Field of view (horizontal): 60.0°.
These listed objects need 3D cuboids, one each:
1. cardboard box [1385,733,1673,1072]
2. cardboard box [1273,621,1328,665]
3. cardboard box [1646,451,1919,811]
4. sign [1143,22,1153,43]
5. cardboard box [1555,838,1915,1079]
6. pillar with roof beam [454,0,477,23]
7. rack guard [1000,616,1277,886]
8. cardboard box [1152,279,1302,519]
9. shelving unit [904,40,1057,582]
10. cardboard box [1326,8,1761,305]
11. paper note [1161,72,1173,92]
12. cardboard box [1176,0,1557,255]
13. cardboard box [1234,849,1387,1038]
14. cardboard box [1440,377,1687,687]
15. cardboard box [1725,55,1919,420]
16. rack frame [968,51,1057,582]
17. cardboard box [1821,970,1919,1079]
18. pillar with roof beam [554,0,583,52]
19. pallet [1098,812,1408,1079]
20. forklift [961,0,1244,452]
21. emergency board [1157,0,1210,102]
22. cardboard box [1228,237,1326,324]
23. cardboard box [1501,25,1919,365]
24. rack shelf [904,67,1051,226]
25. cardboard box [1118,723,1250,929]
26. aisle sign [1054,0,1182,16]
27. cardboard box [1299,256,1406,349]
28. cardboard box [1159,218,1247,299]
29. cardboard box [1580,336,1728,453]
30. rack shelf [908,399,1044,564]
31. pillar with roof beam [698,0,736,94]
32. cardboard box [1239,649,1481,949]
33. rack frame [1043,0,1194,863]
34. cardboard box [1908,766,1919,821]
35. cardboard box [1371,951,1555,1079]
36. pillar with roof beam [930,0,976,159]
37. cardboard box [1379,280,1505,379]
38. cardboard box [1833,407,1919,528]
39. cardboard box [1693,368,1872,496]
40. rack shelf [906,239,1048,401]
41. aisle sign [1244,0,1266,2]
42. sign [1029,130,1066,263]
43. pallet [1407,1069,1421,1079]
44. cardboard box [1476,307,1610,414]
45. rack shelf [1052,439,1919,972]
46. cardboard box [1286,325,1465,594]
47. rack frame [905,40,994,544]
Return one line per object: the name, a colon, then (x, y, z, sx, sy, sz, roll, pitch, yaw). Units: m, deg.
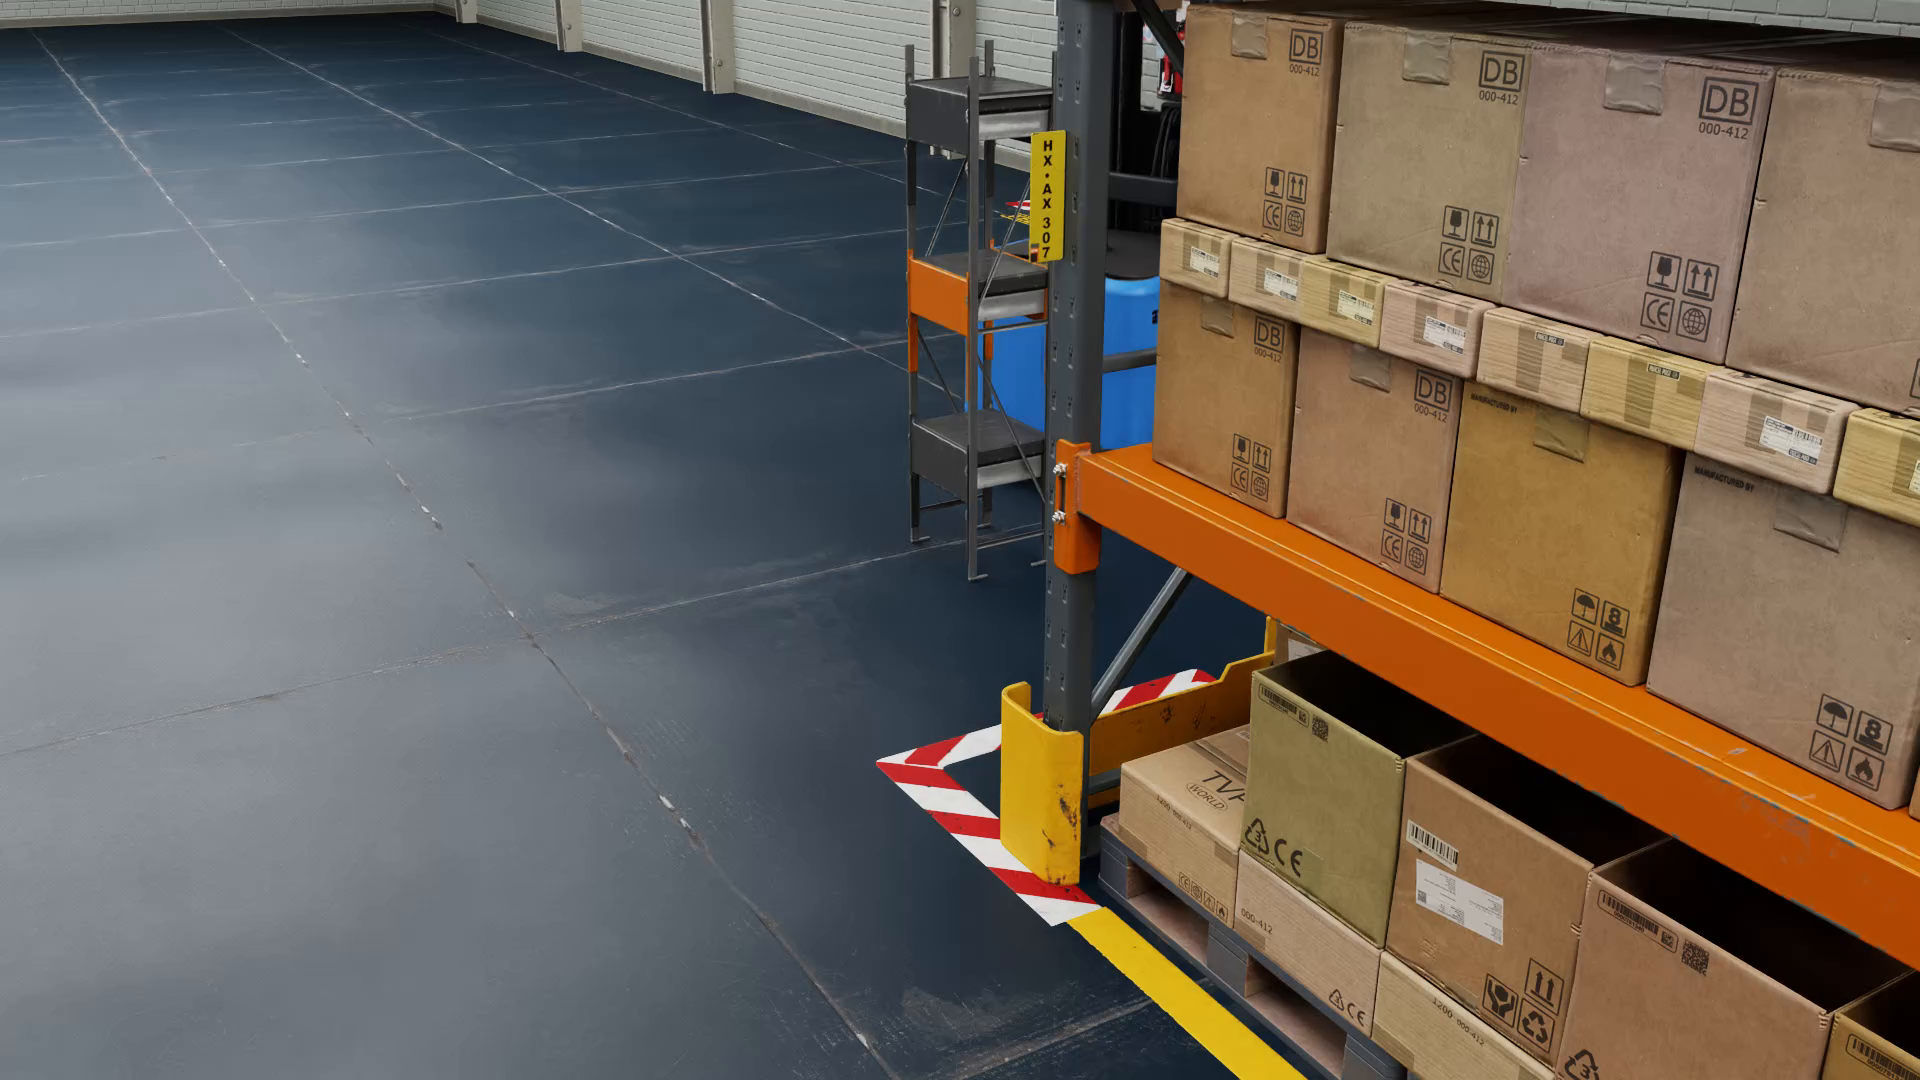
cardboard box: (1.307, 0.735, 3.616, 0.500, 0.500, 0.500, -13, 25, -28)
cardboard box: (1.231, 0.315, 4.652, 0.500, 0.500, 0.500, -13, 25, -28)
cardboard box: (1.721, 0.074, 3.012, 0.700, 0.500, 0.500, -12, 25, -27)
sign: (1.571, -4.392, 14.087, 0.001, 0.329, 0.234, -13, 25, -28)
cardboard box: (1.547, 0.901, 3.210, 0.500, 0.500, 0.500, -13, 25, -28)
pillar with roof beam: (-12.967, -13.090, 27.565, 9.100, 9.000, 0.400, -13, 25, -28)
rack guard: (0.689, 0.617, 5.131, 1.175, 0.500, 0.348, -13, 25, -28)
cardboard box: (0.928, -0.426, 4.244, 0.700, 0.500, 0.500, -13, 25, -28)
shelving unit: (0.085, -0.919, 6.784, 0.431, 2.100, 0.503, -13, 25, -28)
cardboard box: (1.229, -0.841, 3.541, 0.700, 0.500, 0.500, -13, 26, -30)
paper note: (1.733, -3.840, 13.944, 0.016, 0.148, 0.142, -13, 25, -28)
cardboard box: (0.955, -1.010, 3.958, 0.700, 0.500, 0.500, -13, 25, -28)
cardboard box: (1.042, 0.923, 4.151, 0.500, 0.250, 0.500, -13, 25, -28)
cardboard box: (1.449, -0.095, 3.430, 0.700, 0.500, 0.500, -12, 25, -28)
cardboard box: (1.743, -0.516, 2.741, 0.700, 0.500, 0.500, -13, 25, -28)
rack frame: (0.209, -0.840, 6.590, 0.400, 2.100, 0.015, -13, 25, -28)
cardboard box: (1.815, 1.060, 2.819, 0.500, 0.500, 0.500, -13, 25, -28)
pillar with roof beam: (-9.902, -11.148, 22.787, 9.100, 9.000, 0.400, -13, 25, -28)
pallet: (1.127, 0.998, 4.577, 1.003, 0.211, 1.213, -13, 25, -28)
forklift: (1.330, -2.001, 8.341, 1.130, 2.935, 3.031, 17, 28, 36)
emergency board: (1.764, -4.177, 13.604, 0.194, 1.169, 0.643, -13, 25, -28)
cardboard box: (0.853, -0.627, 3.876, 0.380, 0.149, 0.250, -13, 26, -30)
cardboard box: (1.487, -0.678, 3.140, 0.700, 0.500, 0.500, -12, 25, -28)
rack shelf: (0.085, -1.555, 6.526, 0.431, 0.518, 0.480, -13, 25, -28)
cardboard box: (0.783, 0.762, 4.547, 0.500, 0.250, 0.500, -13, 25, -28)
aisle sign: (0.404, -1.700, 4.059, 0.394, 0.787, 0.004, -13, 25, -28)
cardboard box: (0.980, -0.546, 3.677, 0.380, 0.149, 0.250, -12, 25, -28)
cardboard box: (0.716, -0.712, 4.085, 0.380, 0.149, 0.250, -13, 25, -29)
cardboard box: (1.376, -0.296, 3.061, 0.380, 0.149, 0.250, -13, 25, -29)
rack shelf: (0.085, -0.258, 7.053, 0.431, 0.518, 0.480, -13, 25, -28)
pillar with roof beam: (-6.837, -9.205, 18.008, 9.100, 9.000, 0.400, -13, 25, -28)
cardboard box: (1.041, 0.576, 4.009, 0.500, 0.500, 0.500, -13, 25, -28)
rack frame: (0.701, -0.534, 4.641, 1.000, 3.000, 0.127, -13, 25, -28)
cardboard box: (1.984, 0.240, 2.605, 0.700, 0.500, 0.500, -12, 25, -27)
cardboard box: (1.297, 1.085, 3.752, 0.500, 0.250, 0.500, -13, 25, -28)
pillar with roof beam: (-3.772, -7.263, 13.230, 9.100, 9.000, 0.400, -13, 25, -28)
cardboard box: (1.107, -0.464, 3.475, 0.380, 0.149, 0.250, -13, 26, -29)
cardboard box: (1.635, -0.129, 2.651, 0.380, 0.149, 0.250, -12, 25, -27)
cardboard box: (1.501, -0.214, 2.861, 0.380, 0.149, 0.250, -12, 25, -28)
rack shelf: (0.085, -0.906, 6.789, 0.431, 0.518, 0.480, -13, 25, -28)
aisle sign: (0.920, -1.816, 4.343, 0.394, 0.787, 0.004, -13, 25, -28)
sign: (0.221, -0.867, 4.205, 0.100, 0.325, 0.005, -13, 25, -28)
pallet: (1.747, 1.392, 3.606, 1.003, 0.211, 1.213, -13, 25, -28)
cardboard box: (1.245, -0.378, 3.264, 0.380, 0.149, 0.250, -14, 26, -30)
rack shelf: (1.722, 0.447, 3.183, 1.077, 0.370, 4.000, -13, 25, -28)
cardboard box: (1.201, -0.257, 3.828, 0.700, 0.500, 0.500, -12, 25, -27)
rack frame: (-0.040, -0.998, 6.979, 0.400, 2.100, 0.015, -13, 25, -28)
